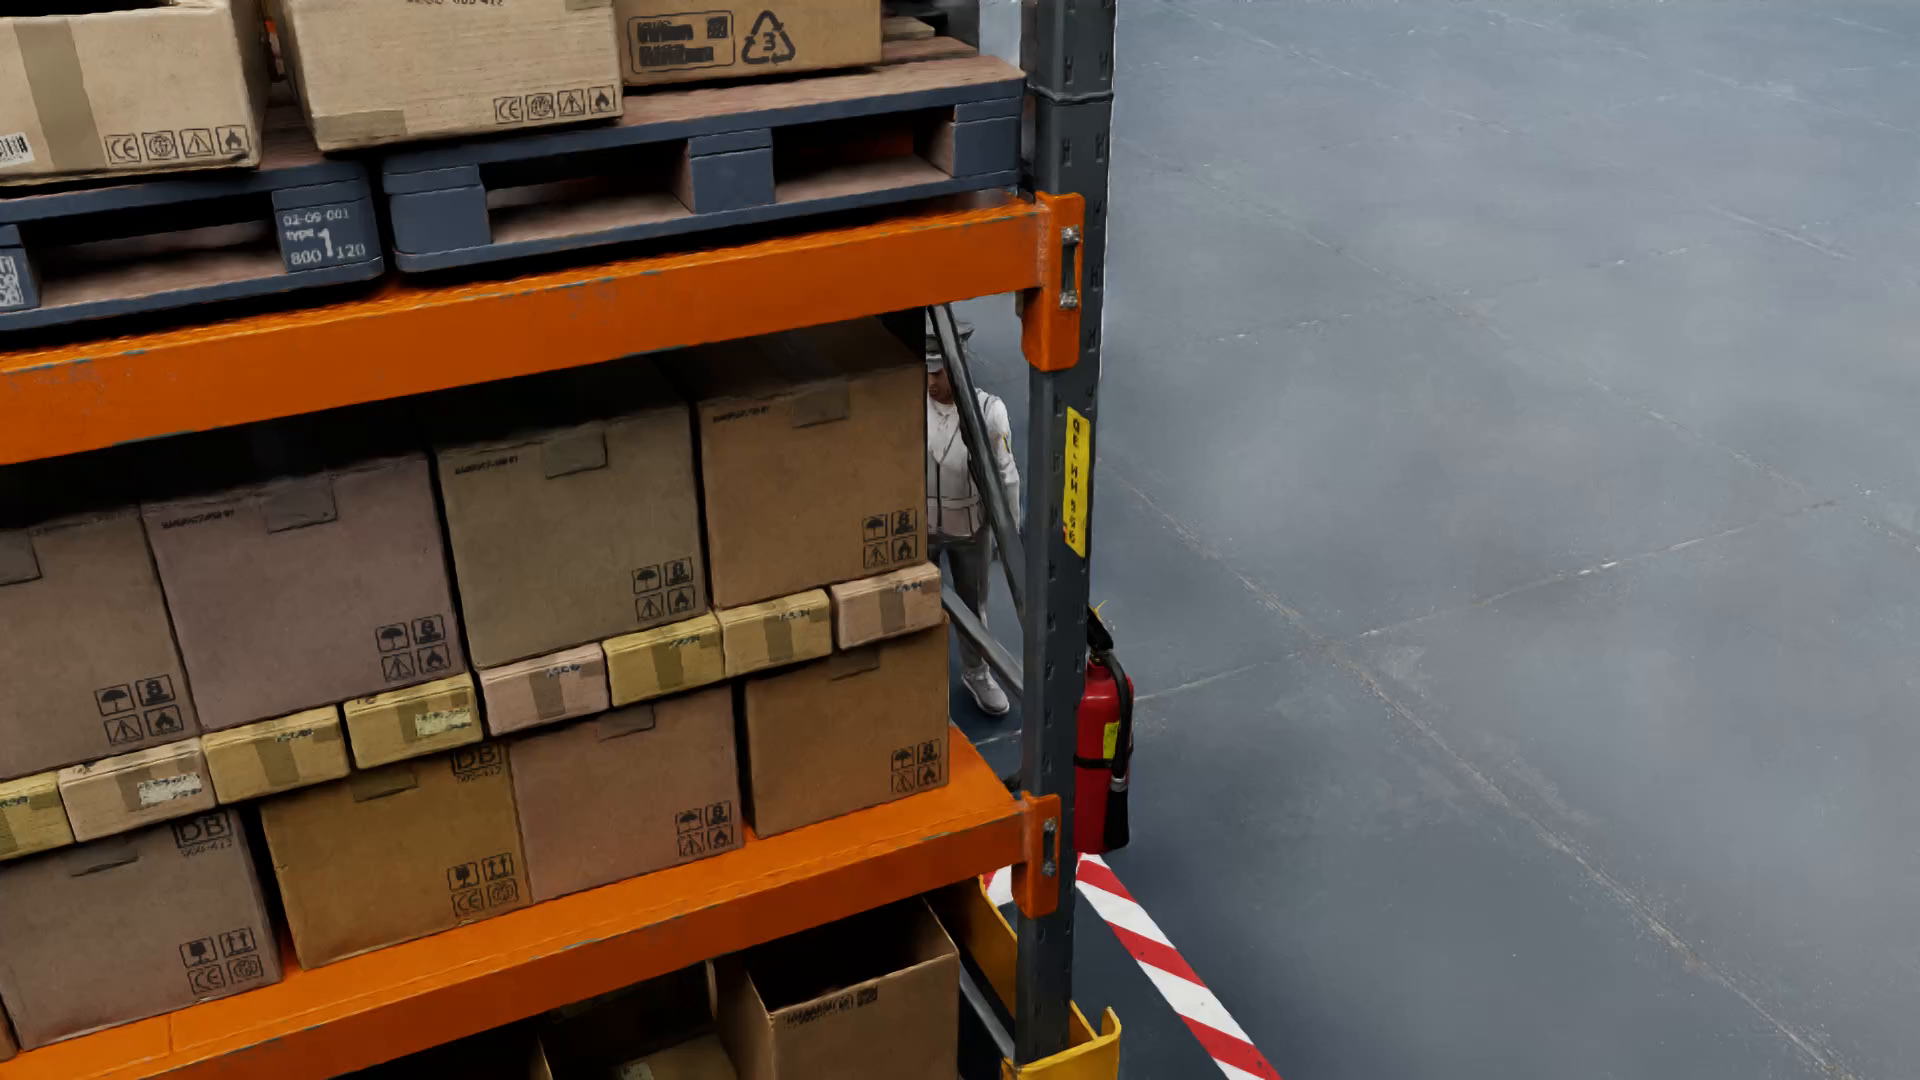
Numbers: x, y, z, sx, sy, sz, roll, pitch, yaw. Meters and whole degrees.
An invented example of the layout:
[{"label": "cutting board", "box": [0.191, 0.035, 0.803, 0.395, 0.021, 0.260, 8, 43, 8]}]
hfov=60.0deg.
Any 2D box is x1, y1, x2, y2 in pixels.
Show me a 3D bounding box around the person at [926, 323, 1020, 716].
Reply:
[{"label": "person", "box": [-0.067, -0.018, 6.139, 0.575, 1.669, 0.565, 2, 30, 3]}]
